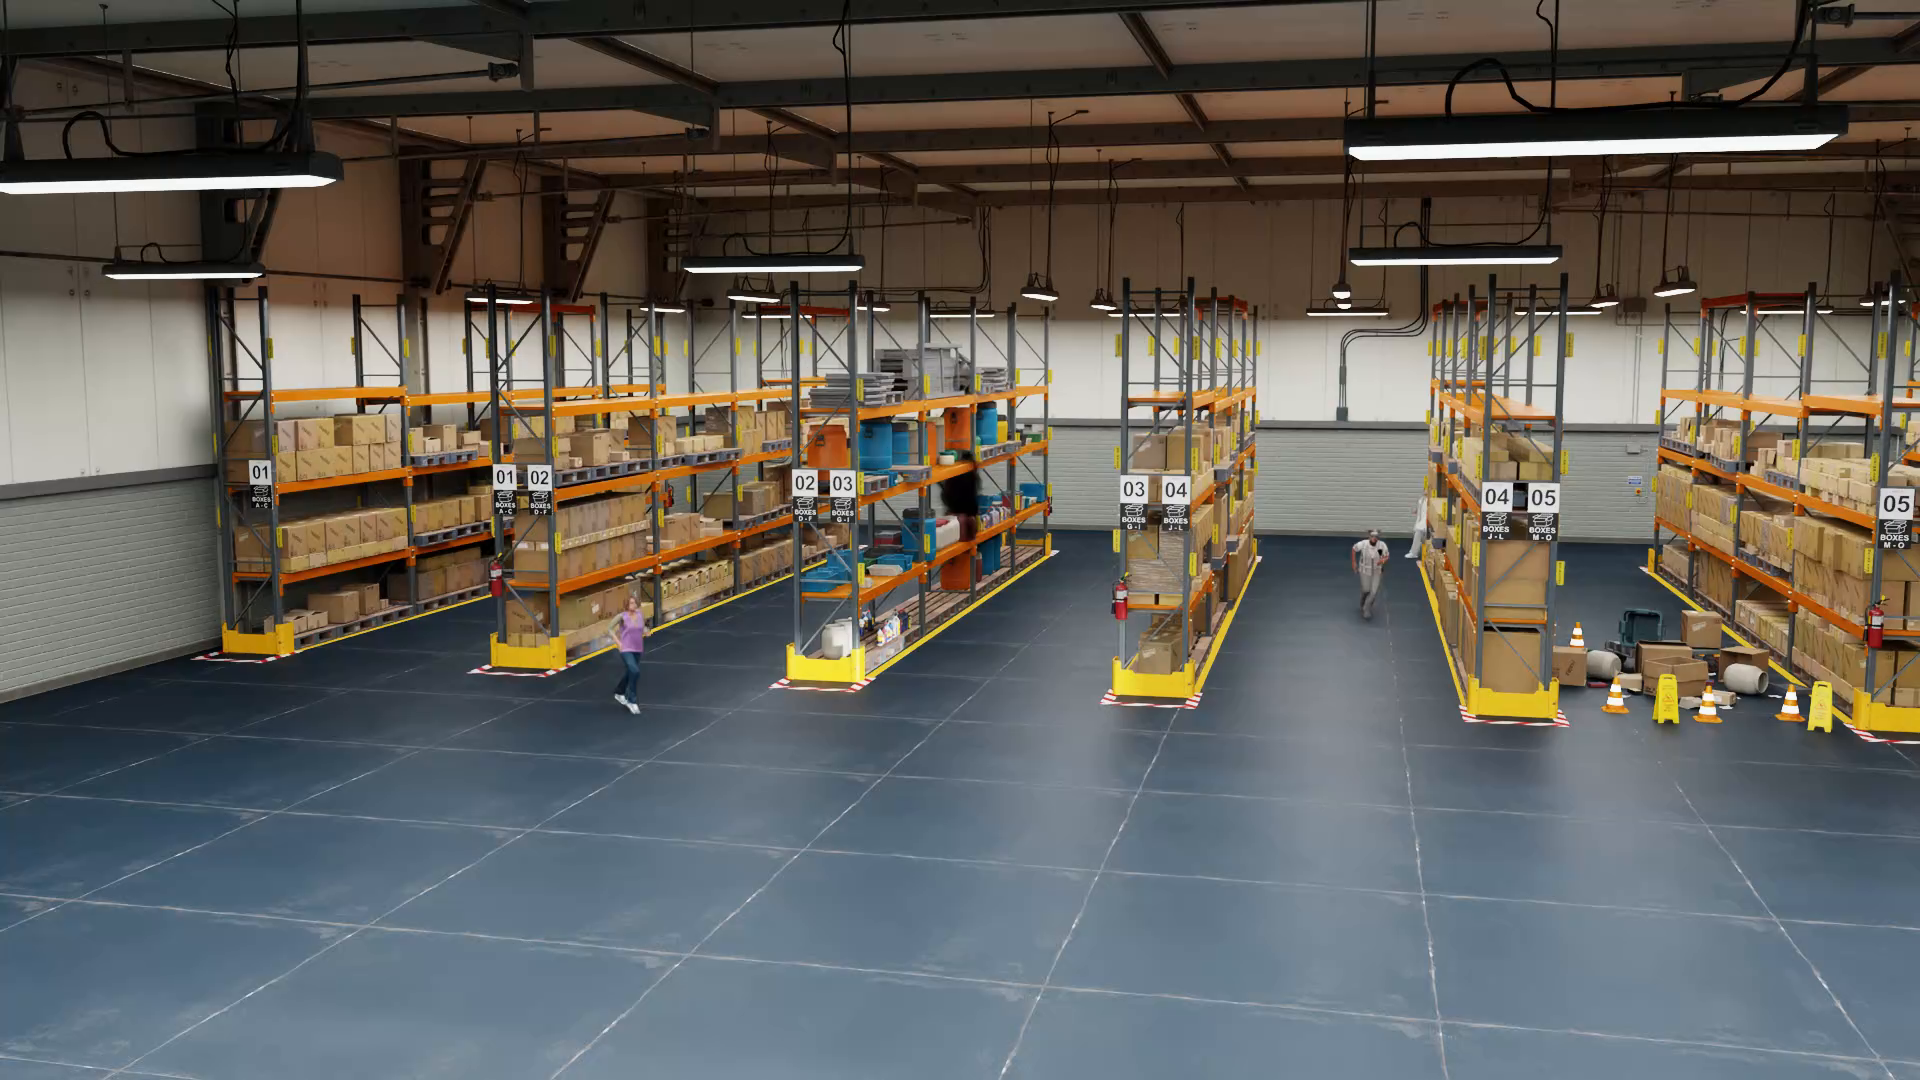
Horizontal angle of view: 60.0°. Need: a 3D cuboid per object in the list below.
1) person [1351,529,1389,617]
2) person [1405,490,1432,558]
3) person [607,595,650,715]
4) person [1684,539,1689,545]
[{"bbox_3d":[7.660,0.614,31.030,0.650,1.693,0.735,0,7,1],"label":"person"},{"bbox_3d":[11.094,-0.434,39.864,0.986,1.721,0.724,-2,7,-18],"label":"person"},{"bbox_3d":[-4.573,1.570,23.048,0.724,1.640,0.530,6,9,41],"label":"person"},{"bbox_3d":[16.923,-0.179,38.200,0.679,1.603,0.556,-5,8,-34],"label":"person"}]
